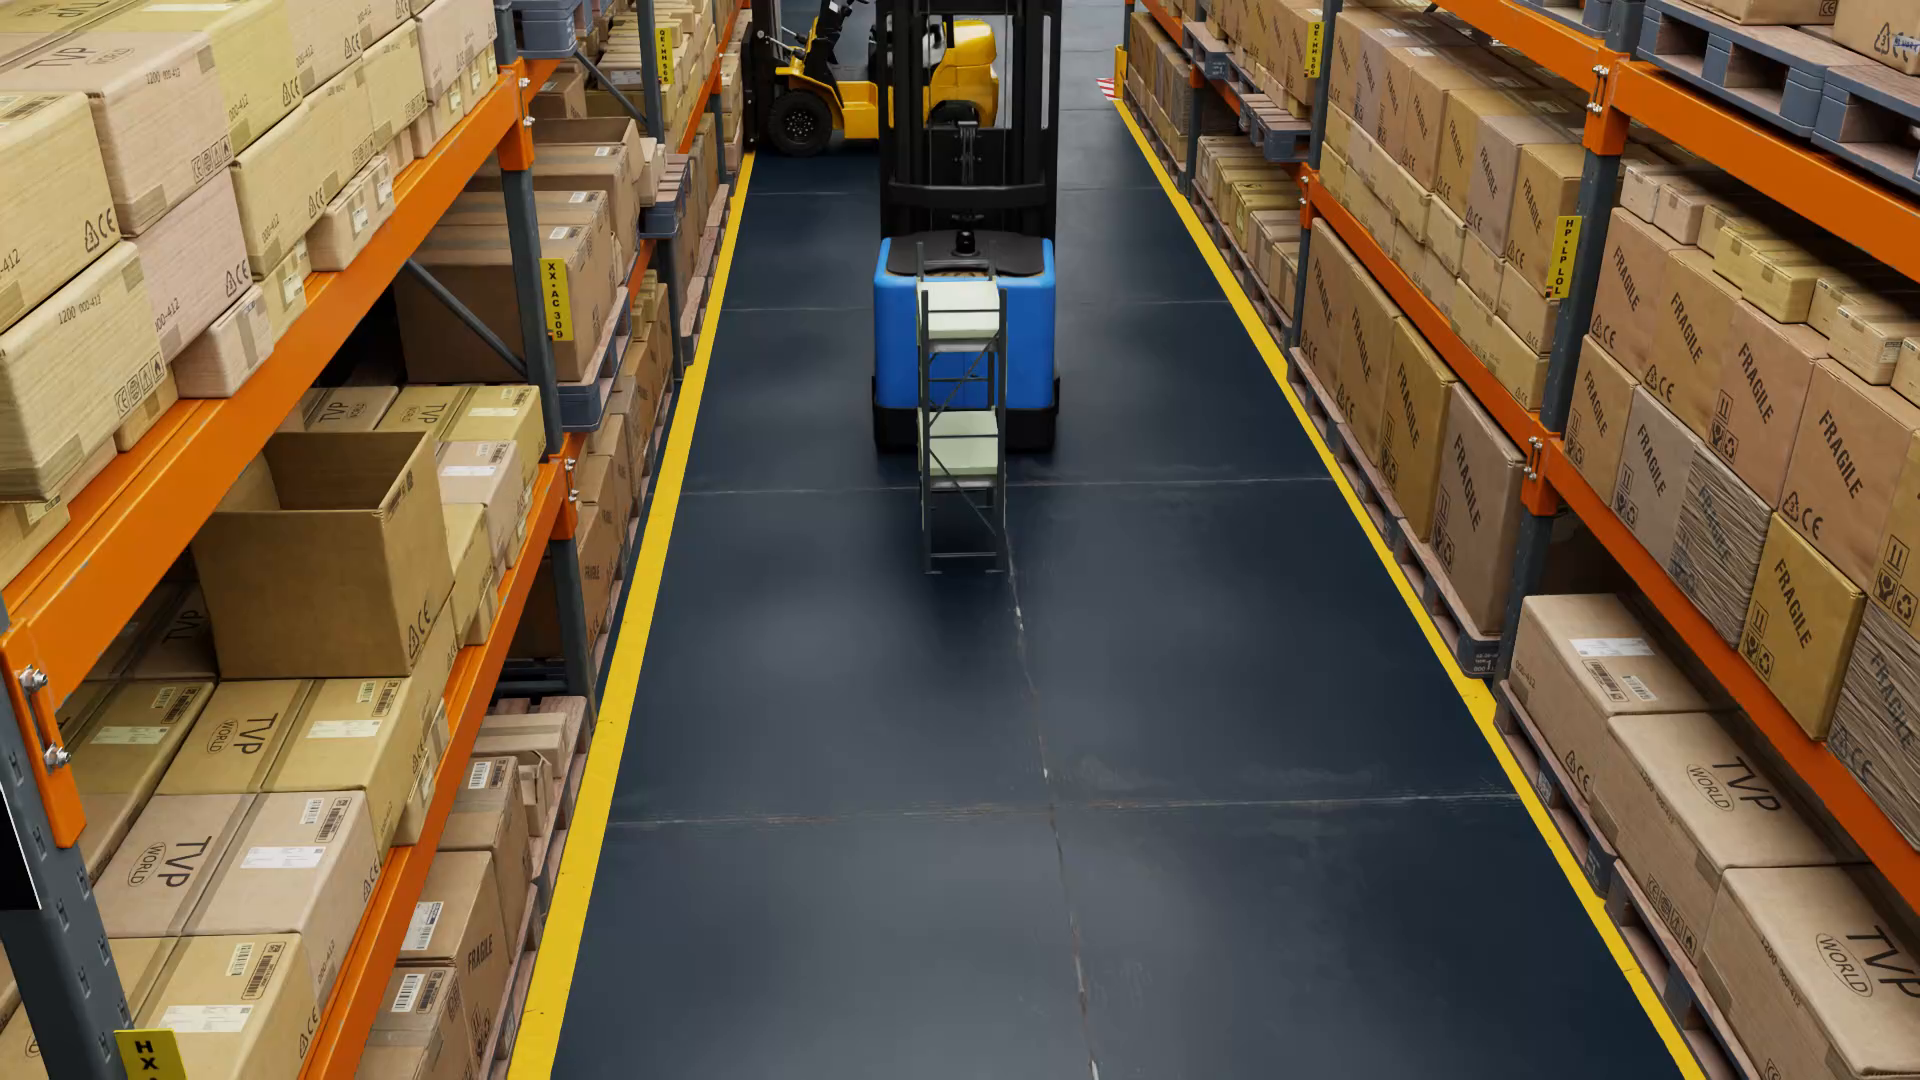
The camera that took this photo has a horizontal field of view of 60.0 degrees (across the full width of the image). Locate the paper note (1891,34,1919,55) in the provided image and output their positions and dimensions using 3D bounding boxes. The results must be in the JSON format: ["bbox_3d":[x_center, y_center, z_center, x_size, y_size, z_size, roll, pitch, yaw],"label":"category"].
[{"bbox_3d":[2.397,-1.260,4.219,0.006,0.032,0.123,-1,28,-3],"label":"paper note"}]

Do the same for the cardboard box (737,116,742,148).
[{"bbox_3d":[-2.232,-3.638,15.002,0.500,0.250,0.500,-2,28,-4],"label":"cardboard box"}]

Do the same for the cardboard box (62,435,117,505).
[{"bbox_3d":[-1.693,-0.156,2.833,0.380,0.149,0.250,-1,28,-2],"label":"cardboard box"}]

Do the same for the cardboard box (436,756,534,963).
[{"bbox_3d":[-1.866,1.098,5.650,0.700,0.500,0.500,-2,28,-5],"label":"cardboard box"}]

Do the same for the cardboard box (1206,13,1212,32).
[{"bbox_3d":[2.175,-4.139,13.260,0.380,0.149,0.250,-1,28,-2],"label":"cardboard box"}]

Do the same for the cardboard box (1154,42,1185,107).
[{"bbox_3d":[2.106,-4.364,15.582,0.500,0.500,0.500,0,28,0],"label":"cardboard box"}]

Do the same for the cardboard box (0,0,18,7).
[{"bbox_3d":[-2.235,-0.958,3.399,0.500,0.250,0.500,-1,28,-2],"label":"cardboard box"}]

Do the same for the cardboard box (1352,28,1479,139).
[{"bbox_3d":[2.487,-2.505,9.121,0.500,0.500,0.500,-1,28,-2],"label":"cardboard box"}]

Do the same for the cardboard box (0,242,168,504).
[{"bbox_3d":[-1.619,-0.271,2.623,0.500,0.250,0.500,-2,28,-3],"label":"cardboard box"}]

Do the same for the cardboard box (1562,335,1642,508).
[{"bbox_3d":[2.642,-0.454,6.269,0.500,0.500,0.500,-1,28,-1],"label":"cardboard box"}]

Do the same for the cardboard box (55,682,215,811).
[{"bbox_3d":[-2.205,0.598,4.201,0.500,0.250,0.500,-1,28,-1],"label":"cardboard box"}]

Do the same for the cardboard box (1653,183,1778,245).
[{"bbox_3d":[2.666,-1.138,5.798,0.380,0.149,0.250,-1,28,-2],"label":"cardboard box"}]

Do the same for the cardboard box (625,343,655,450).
[{"bbox_3d":[-2.004,-0.773,9.238,0.500,0.500,0.500,0,28,0],"label":"cardboard box"}]

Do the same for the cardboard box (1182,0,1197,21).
[{"bbox_3d":[2.190,-4.703,14.093,0.500,0.500,0.500,-2,28,-4],"label":"cardboard box"}]

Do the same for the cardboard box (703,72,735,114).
[{"bbox_3d":[-2.207,-3.847,14.321,0.500,0.250,0.500,-2,28,-3],"label":"cardboard box"}]

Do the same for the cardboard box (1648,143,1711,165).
[{"bbox_3d":[3.143,-1.331,6.868,0.500,0.500,0.500,-1,28,-2],"label":"cardboard box"}]

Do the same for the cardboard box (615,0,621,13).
[{"bbox_3d":[-2.696,-3.897,12.168,0.380,0.149,0.250,-1,28,-3],"label":"cardboard box"}]

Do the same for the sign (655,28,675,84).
[{"bbox_3d":[-1.745,-2.854,9.813,0.100,0.325,0.005,-1,28,-3],"label":"sign"}]

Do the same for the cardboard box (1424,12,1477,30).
[{"bbox_3d":[2.958,-2.735,9.562,0.500,0.500,0.500,-2,28,-4],"label":"cardboard box"}]

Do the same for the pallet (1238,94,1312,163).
[{"bbox_3d":[2.527,-2.722,10.932,1.213,0.211,1.003,-1,28,-3],"label":"pallet"}]

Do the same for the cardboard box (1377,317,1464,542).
[{"bbox_3d":[2.712,-0.578,8.459,0.875,0.875,0.875,-1,28,-1],"label":"cardboard box"}]

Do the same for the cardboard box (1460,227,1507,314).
[{"bbox_3d":[2.580,-1.216,7.460,0.500,0.250,0.500,-1,28,-1],"label":"cardboard box"}]

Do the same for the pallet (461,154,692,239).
[{"bbox_3d":[-2.181,-1.962,9.476,1.213,0.211,1.003,-1,28,-3],"label":"pallet"}]

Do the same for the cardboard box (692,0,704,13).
[{"bbox_3d":[-2.118,-4.034,12.431,0.380,0.149,0.250,-2,28,-4],"label":"cardboard box"}]

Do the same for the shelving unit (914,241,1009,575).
[{"bbox_3d":[0.000,-0.668,8.409,0.431,1.500,0.755,-1,28,-3],"label":"shelving unit"}]

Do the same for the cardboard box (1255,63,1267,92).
[{"bbox_3d":[2.240,-3.181,11.423,0.380,0.149,0.250,-1,28,-2],"label":"cardboard box"}]

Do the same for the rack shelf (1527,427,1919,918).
[{"bbox_3d":[2.983,0.610,5.115,1.077,0.370,4.000,-1,28,-3],"label":"rack shelf"}]

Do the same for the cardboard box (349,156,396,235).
[{"bbox_3d":[-1.654,-0.861,4.185,0.380,0.149,0.250,-1,28,-2],"label":"cardboard box"}]

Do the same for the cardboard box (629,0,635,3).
[{"bbox_3d":[-2.725,-4.120,13.028,0.500,0.250,0.500,-2,28,-3],"label":"cardboard box"}]

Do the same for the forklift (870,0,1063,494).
[{"bbox_3d":[8.960,-1.479,8.195,19.036,3.140,7.152,1,28,1],"label":"forklift"}]

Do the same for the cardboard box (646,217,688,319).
[{"bbox_3d":[-2.305,-1.780,11.033,0.875,0.625,0.625,-1,28,-1],"label":"cardboard box"}]

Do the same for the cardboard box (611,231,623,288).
[{"bbox_3d":[-1.767,-1.289,7.669,0.396,0.266,0.258,0,28,0],"label":"cardboard box"}]

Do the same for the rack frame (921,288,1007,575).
[{"bbox_3d":[0.019,-0.499,8.085,0.400,1.500,0.023,-1,28,-3],"label":"rack frame"}]

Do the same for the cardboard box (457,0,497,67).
[{"bbox_3d":[-1.802,-1.690,5.343,0.500,0.250,0.500,-1,28,-2],"label":"cardboard box"}]

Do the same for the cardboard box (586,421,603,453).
[{"bbox_3d":[-1.951,-0.536,8.081,0.380,0.149,0.250,-1,28,-3],"label":"cardboard box"}]

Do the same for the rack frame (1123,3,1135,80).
[{"bbox_3d":[2.252,-6.175,17.345,1.000,3.000,0.127,-1,28,-3],"label":"rack frame"}]

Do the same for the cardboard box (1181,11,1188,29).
[{"bbox_3d":[2.120,-4.472,14.353,0.380,0.149,0.250,-1,28,-1],"label":"cardboard box"}]

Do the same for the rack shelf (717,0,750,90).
[{"bbox_3d":[-2.600,-4.810,15.508,1.077,0.370,4.000,-1,28,-3],"label":"rack shelf"}]

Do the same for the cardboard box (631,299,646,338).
[{"bbox_3d":[-1.993,-1.254,9.458,0.380,0.149,0.250,-2,28,-4],"label":"cardboard box"}]

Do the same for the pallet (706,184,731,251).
[{"bbox_3d":[-2.418,-2.630,13.565,1.003,0.211,1.213,-1,28,-3],"label":"pallet"}]

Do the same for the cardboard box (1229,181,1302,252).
[{"bbox_3d":[2.570,-2.453,12.598,0.950,0.372,0.625,0,28,-1],"label":"cardboard box"}]

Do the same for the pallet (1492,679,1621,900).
[{"bbox_3d":[2.841,0.957,6.688,1.003,0.211,1.213,-1,28,-3],"label":"pallet"}]

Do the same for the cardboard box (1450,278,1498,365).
[{"bbox_3d":[2.578,-1.003,7.591,0.500,0.250,0.500,-2,28,-3],"label":"cardboard box"}]

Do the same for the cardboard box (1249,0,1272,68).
[{"bbox_3d":[2.303,-3.517,11.366,0.500,0.500,0.500,-3,28,-6],"label":"cardboard box"}]

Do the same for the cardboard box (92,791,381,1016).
[{"bbox_3d":[-1.650,0.822,3.772,0.500,0.250,0.500,-1,28,-2],"label":"cardboard box"}]

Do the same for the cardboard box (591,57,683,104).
[{"bbox_3d":[-2.091,-2.956,10.795,0.500,0.250,0.500,-1,28,-1],"label":"cardboard box"}]

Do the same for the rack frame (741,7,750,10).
[{"bbox_3d":[-2.704,-6.053,17.112,1.000,3.000,0.127,-1,28,-3],"label":"rack frame"}]

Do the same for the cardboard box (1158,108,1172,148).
[{"bbox_3d":[2.124,-3.807,15.324,0.500,0.250,0.500,-2,28,-4],"label":"cardboard box"}]

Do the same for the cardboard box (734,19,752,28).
[{"bbox_3d":[-2.336,-5.023,16.574,0.500,0.250,0.500,-1,28,-2],"label":"cardboard box"}]

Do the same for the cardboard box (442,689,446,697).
[{"bbox_3d":[-1.746,0.454,4.907,0.380,0.149,0.250,-1,28,-3],"label":"cardboard box"}]

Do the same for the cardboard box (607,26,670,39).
[{"bbox_3d":[-2.133,-3.322,11.066,0.380,0.149,0.250,-1,28,-2],"label":"cardboard box"}]

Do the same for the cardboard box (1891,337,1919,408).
[{"bbox_3d":[2.753,-0.431,4.443,0.380,0.149,0.250,-1,28,-1],"label":"cardboard box"}]

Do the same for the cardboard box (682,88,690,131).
[{"bbox_3d":[-2.121,-2.973,11.369,0.500,0.250,0.500,-2,28,-4],"label":"cardboard box"}]
